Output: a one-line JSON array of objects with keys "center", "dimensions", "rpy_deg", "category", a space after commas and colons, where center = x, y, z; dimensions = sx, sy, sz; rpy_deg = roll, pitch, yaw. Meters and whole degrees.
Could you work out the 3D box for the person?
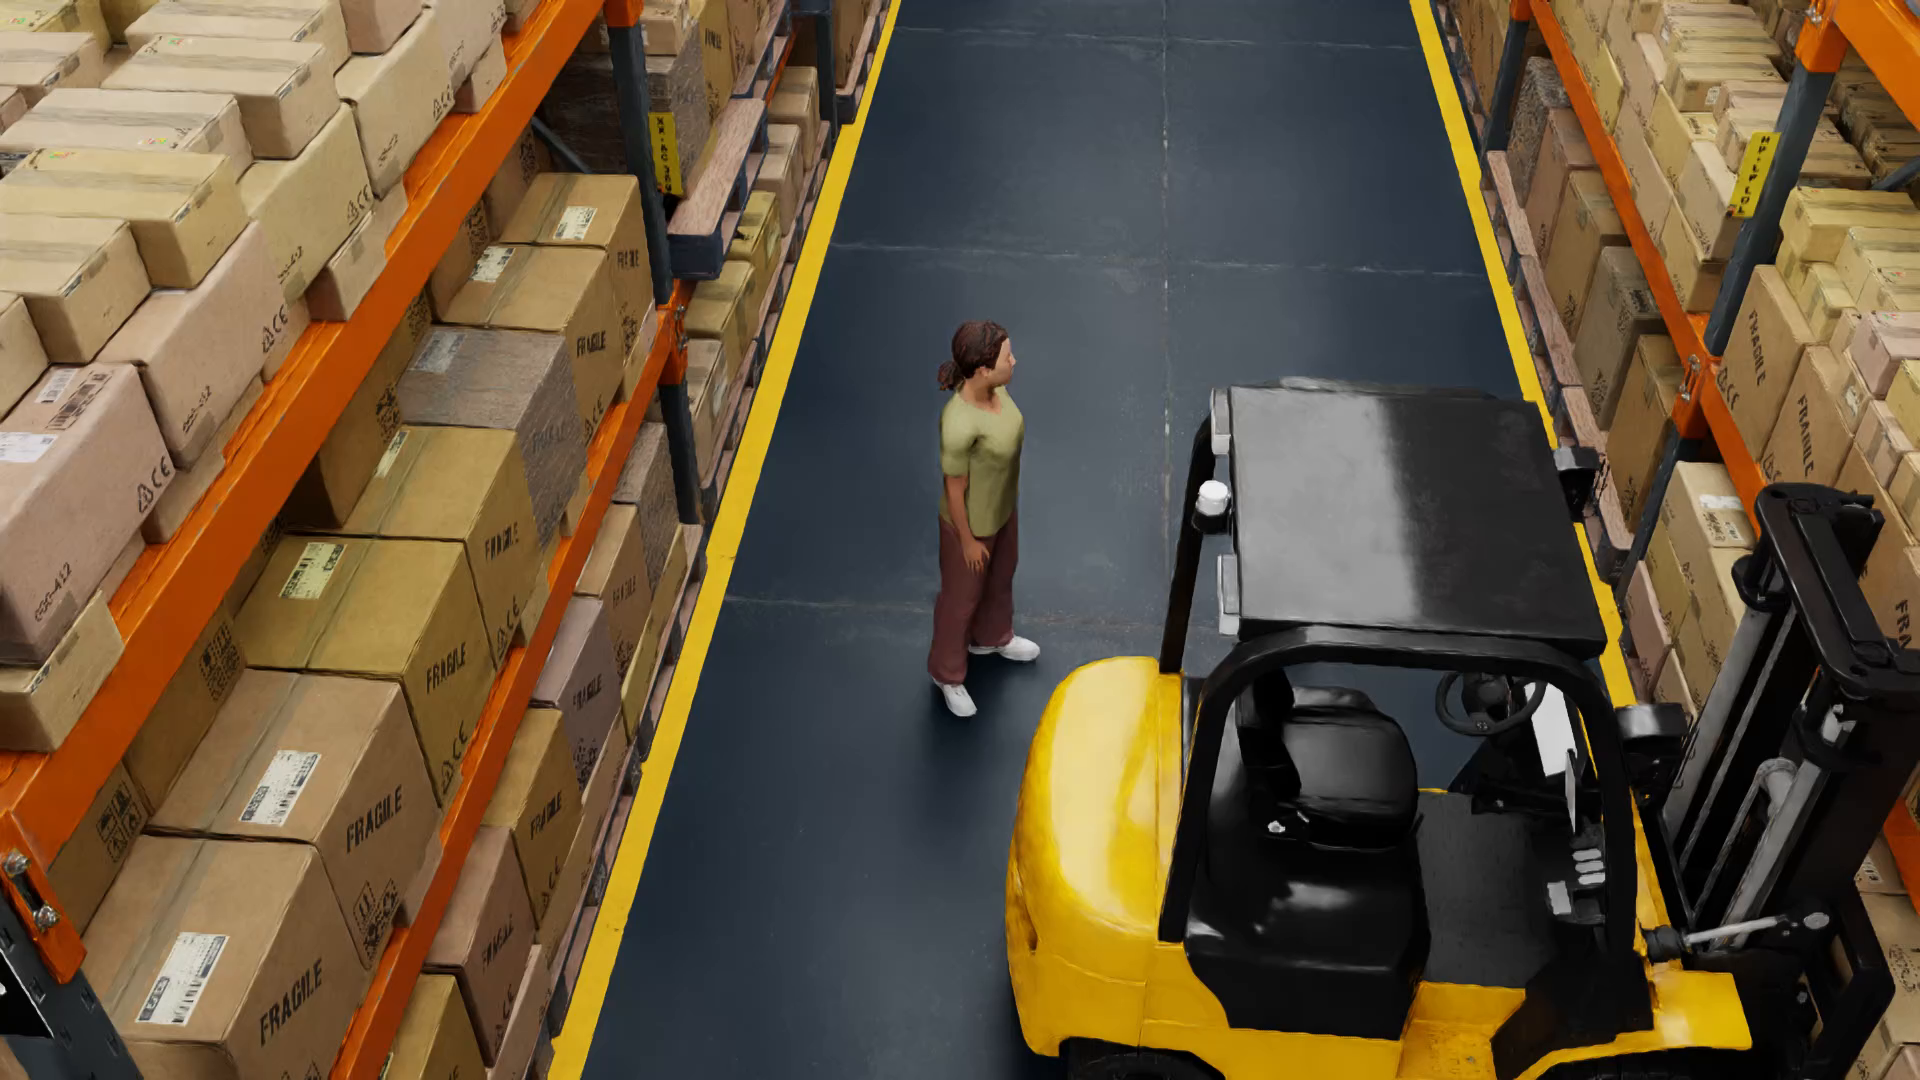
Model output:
[{"center": [0.084, -0.094, 6.237], "dimensions": [0.366, 1.681, 0.538], "rpy_deg": [16, 43, 18], "category": "person"}]
